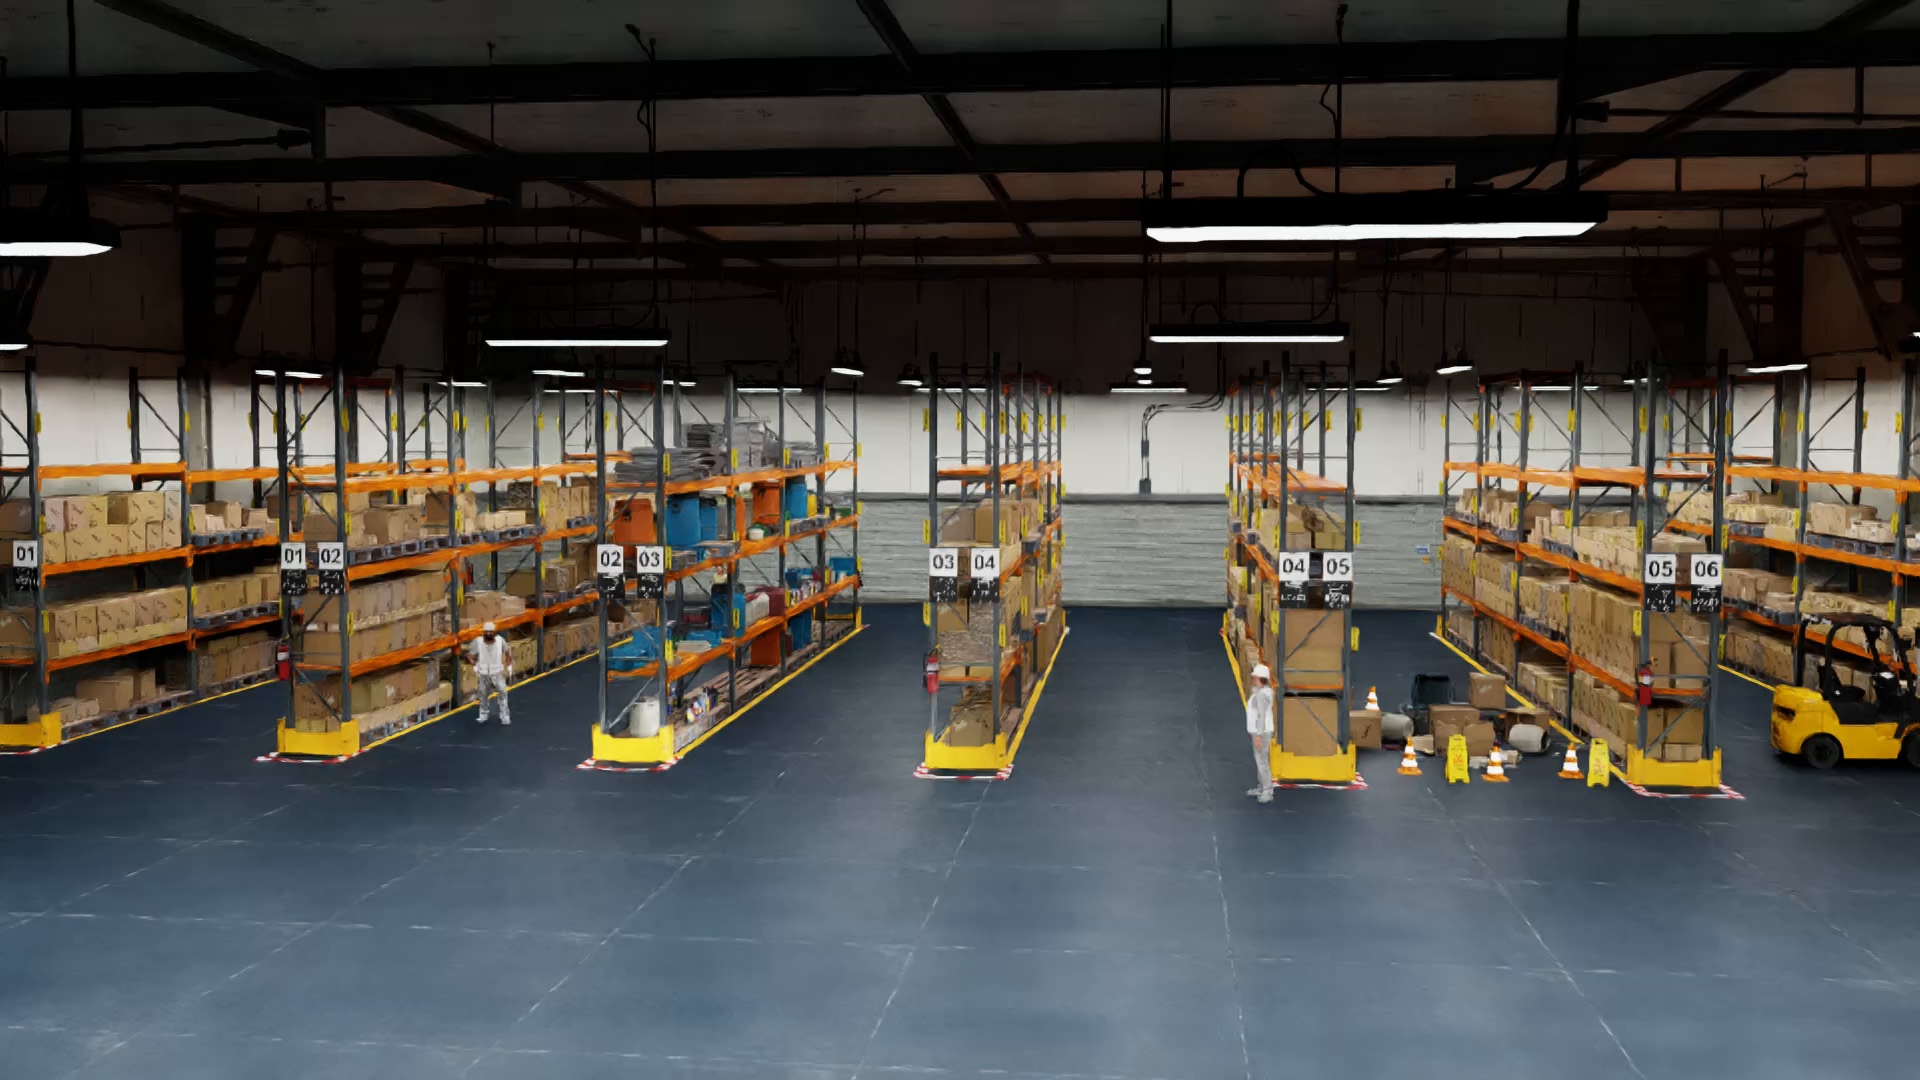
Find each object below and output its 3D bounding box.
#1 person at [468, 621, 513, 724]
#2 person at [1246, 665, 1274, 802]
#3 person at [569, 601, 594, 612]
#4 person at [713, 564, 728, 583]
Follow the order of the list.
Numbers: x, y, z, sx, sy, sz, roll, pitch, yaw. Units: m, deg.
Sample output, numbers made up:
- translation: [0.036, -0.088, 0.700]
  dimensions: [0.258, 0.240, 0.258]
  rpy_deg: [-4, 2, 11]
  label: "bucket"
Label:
- translation: [-7.773, 2.187, 27.539]
  dimensions: [0.698, 1.719, 0.792]
  rpy_deg: [-1, 4, -13]
  label: "person"
- translation: [3.985, 2.545, 22.068]
  dimensions: [0.387, 1.771, 0.633]
  rpy_deg: [1, 4, 14]
  label: "person"
- translation: [-9.409, 1.207, 41.320]
  dimensions: [0.573, 1.716, 1.102]
  rpy_deg: [1, 4, 16]
  label: "person"
- translation: [-5.793, 1.338, 40.352]
  dimensions: [0.446, 1.591, 1.110]
  rpy_deg: [0, 4, 5]
  label: "person"
